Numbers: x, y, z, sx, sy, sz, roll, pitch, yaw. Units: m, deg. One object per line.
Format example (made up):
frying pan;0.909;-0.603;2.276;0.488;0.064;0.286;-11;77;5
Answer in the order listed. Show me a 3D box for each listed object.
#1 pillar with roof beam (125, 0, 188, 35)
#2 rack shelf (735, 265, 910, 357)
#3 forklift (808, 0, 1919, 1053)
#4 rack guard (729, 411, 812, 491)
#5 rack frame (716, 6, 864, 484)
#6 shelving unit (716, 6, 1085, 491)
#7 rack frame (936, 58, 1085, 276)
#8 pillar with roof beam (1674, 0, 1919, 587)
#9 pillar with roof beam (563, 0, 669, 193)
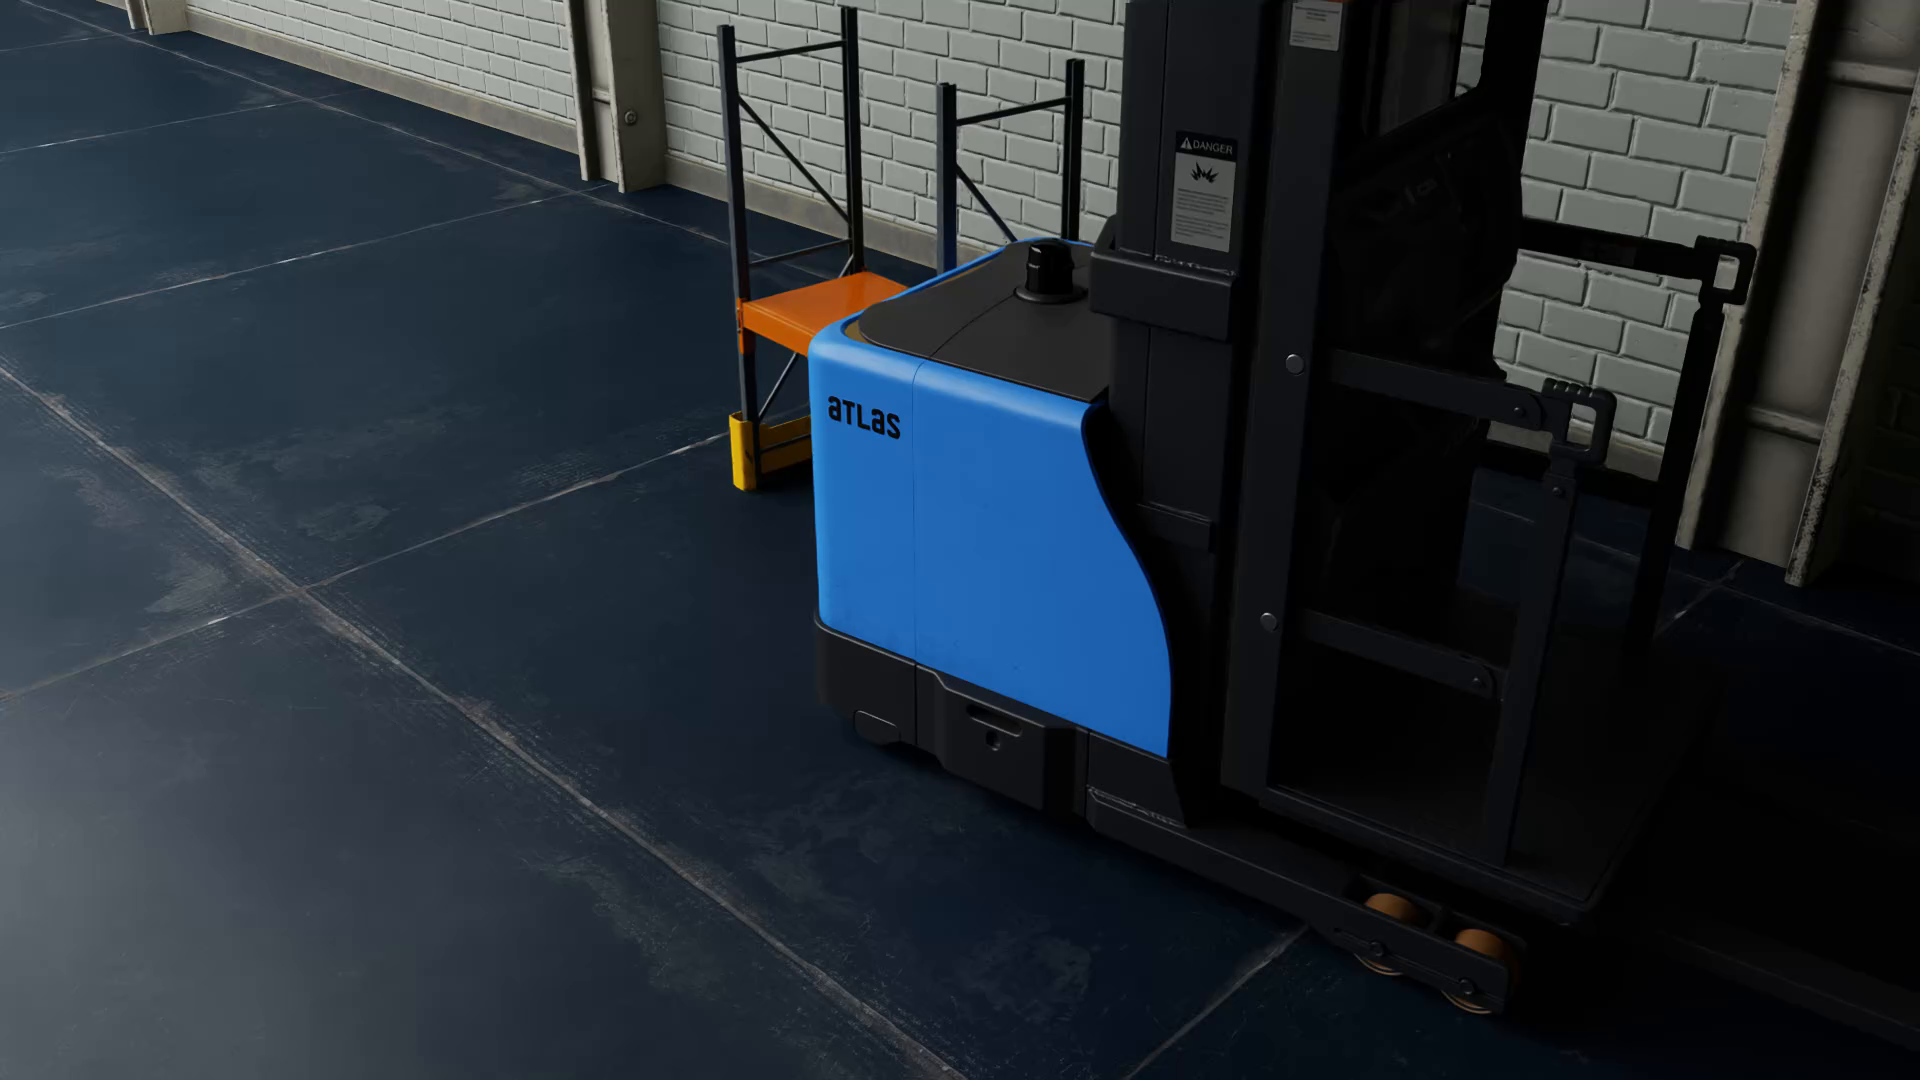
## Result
pillar with roof beam;-9.085;-6.441;7.831;0.400;9.000;9.100;25;36;38
rack shelf;-0.191;-0.588;5.142;0.538;0.185;1.000;-22;35;-35
forklift;1.122;-0.610;3.261;3.031;2.935;1.130;18;33;31
rack guard;-0.520;-0.373;5.691;0.587;0.250;0.087;-22;35;-35
rack frame;-0.521;-0.927;5.401;0.500;1.500;0.032;-22;35;-35
shelving unit;-0.197;-0.750;5.065;0.587;1.500;1.083;-22;35;-35
rack frame;0.138;-0.567;4.716;0.500;1.500;0.032;-22;35;-35
pillar with roof beam;-0.528;-2.526;0.385;0.400;9.000;9.100;25;36;38
pillar with roof beam;-4.806;-4.484;4.108;0.400;9.000;9.100;25;36;38
